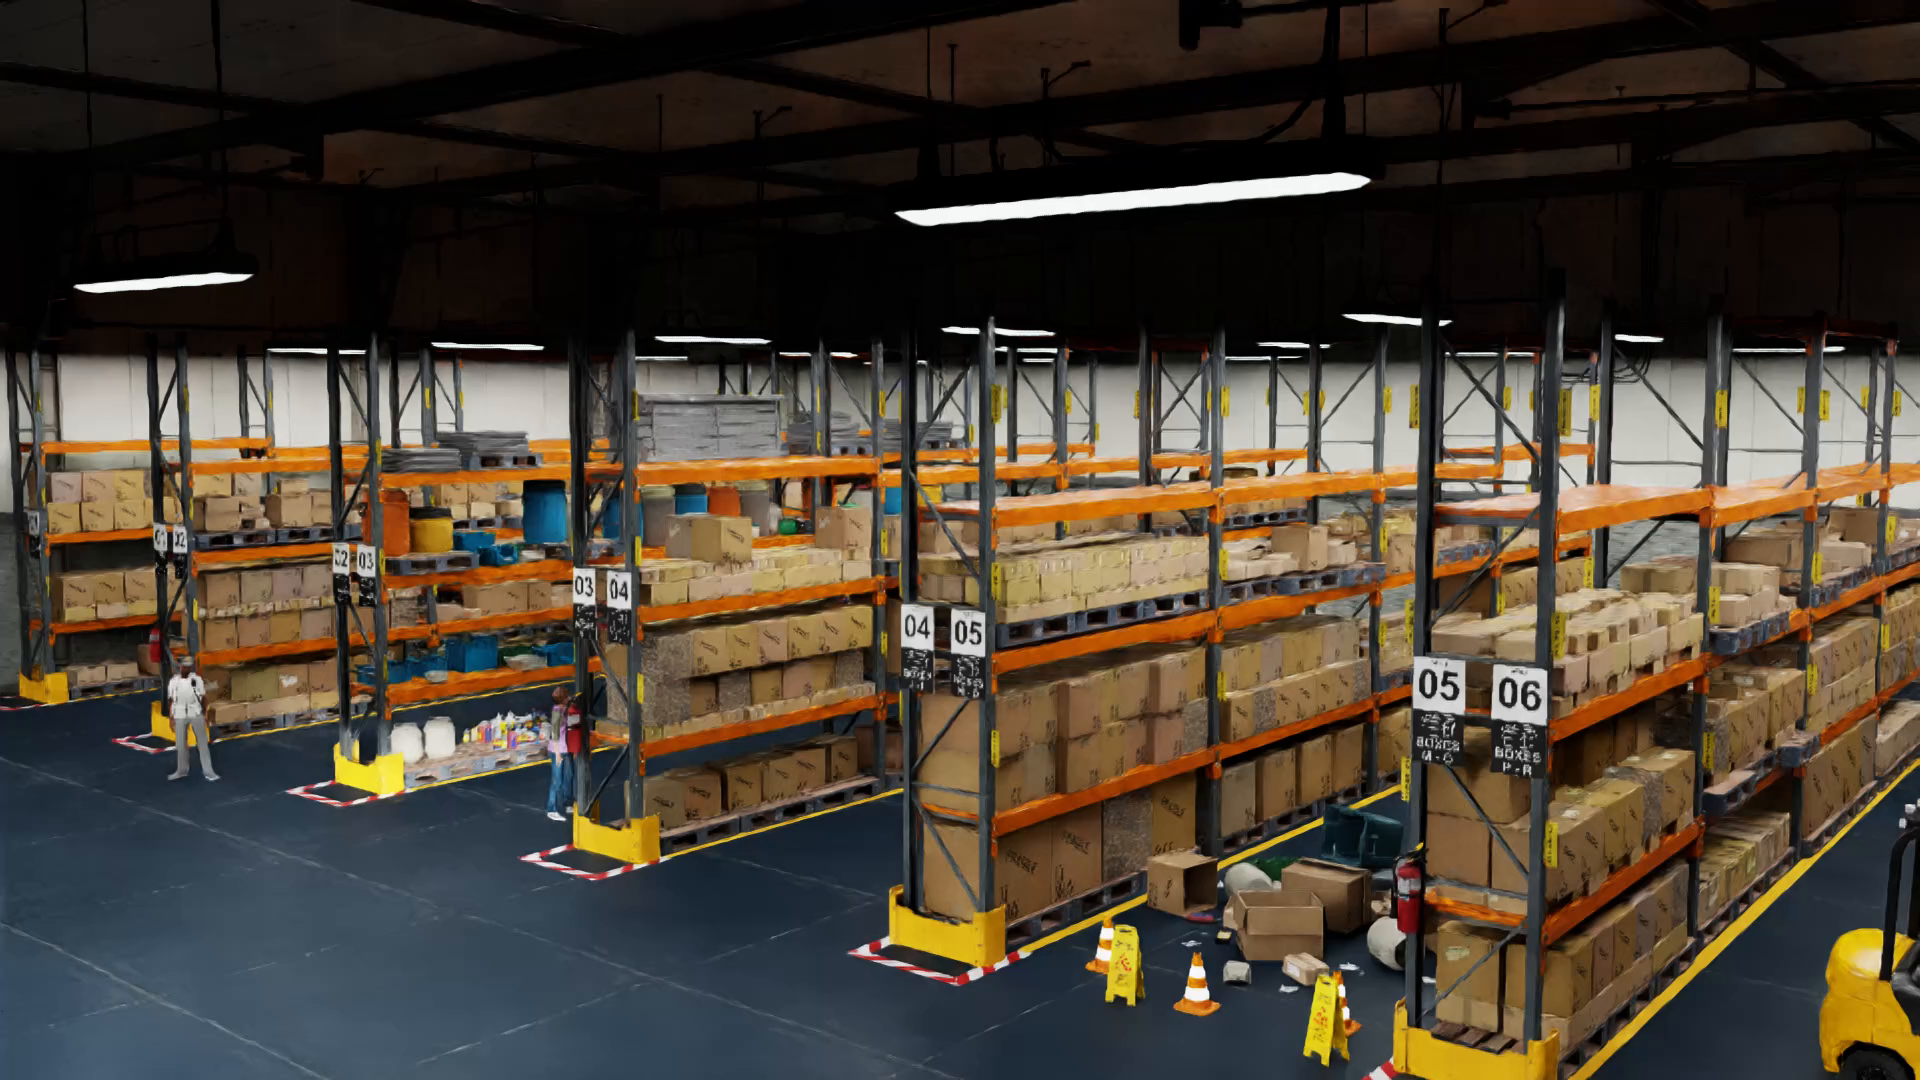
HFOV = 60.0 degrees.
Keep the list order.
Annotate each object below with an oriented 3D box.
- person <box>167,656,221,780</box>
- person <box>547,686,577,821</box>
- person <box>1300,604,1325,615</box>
[{"bbox_3d":[-10.169,2.341,22.009,0.683,1.673,0.522,-2,5,-18],"label":"person"},{"bbox_3d":[-4.770,2.553,20.060,0.399,1.601,0.469,1,5,8],"label":"person"},{"bbox_3d":[5.952,1.762,28.198,0.550,1.709,1.128,4,6,36],"label":"person"}]
